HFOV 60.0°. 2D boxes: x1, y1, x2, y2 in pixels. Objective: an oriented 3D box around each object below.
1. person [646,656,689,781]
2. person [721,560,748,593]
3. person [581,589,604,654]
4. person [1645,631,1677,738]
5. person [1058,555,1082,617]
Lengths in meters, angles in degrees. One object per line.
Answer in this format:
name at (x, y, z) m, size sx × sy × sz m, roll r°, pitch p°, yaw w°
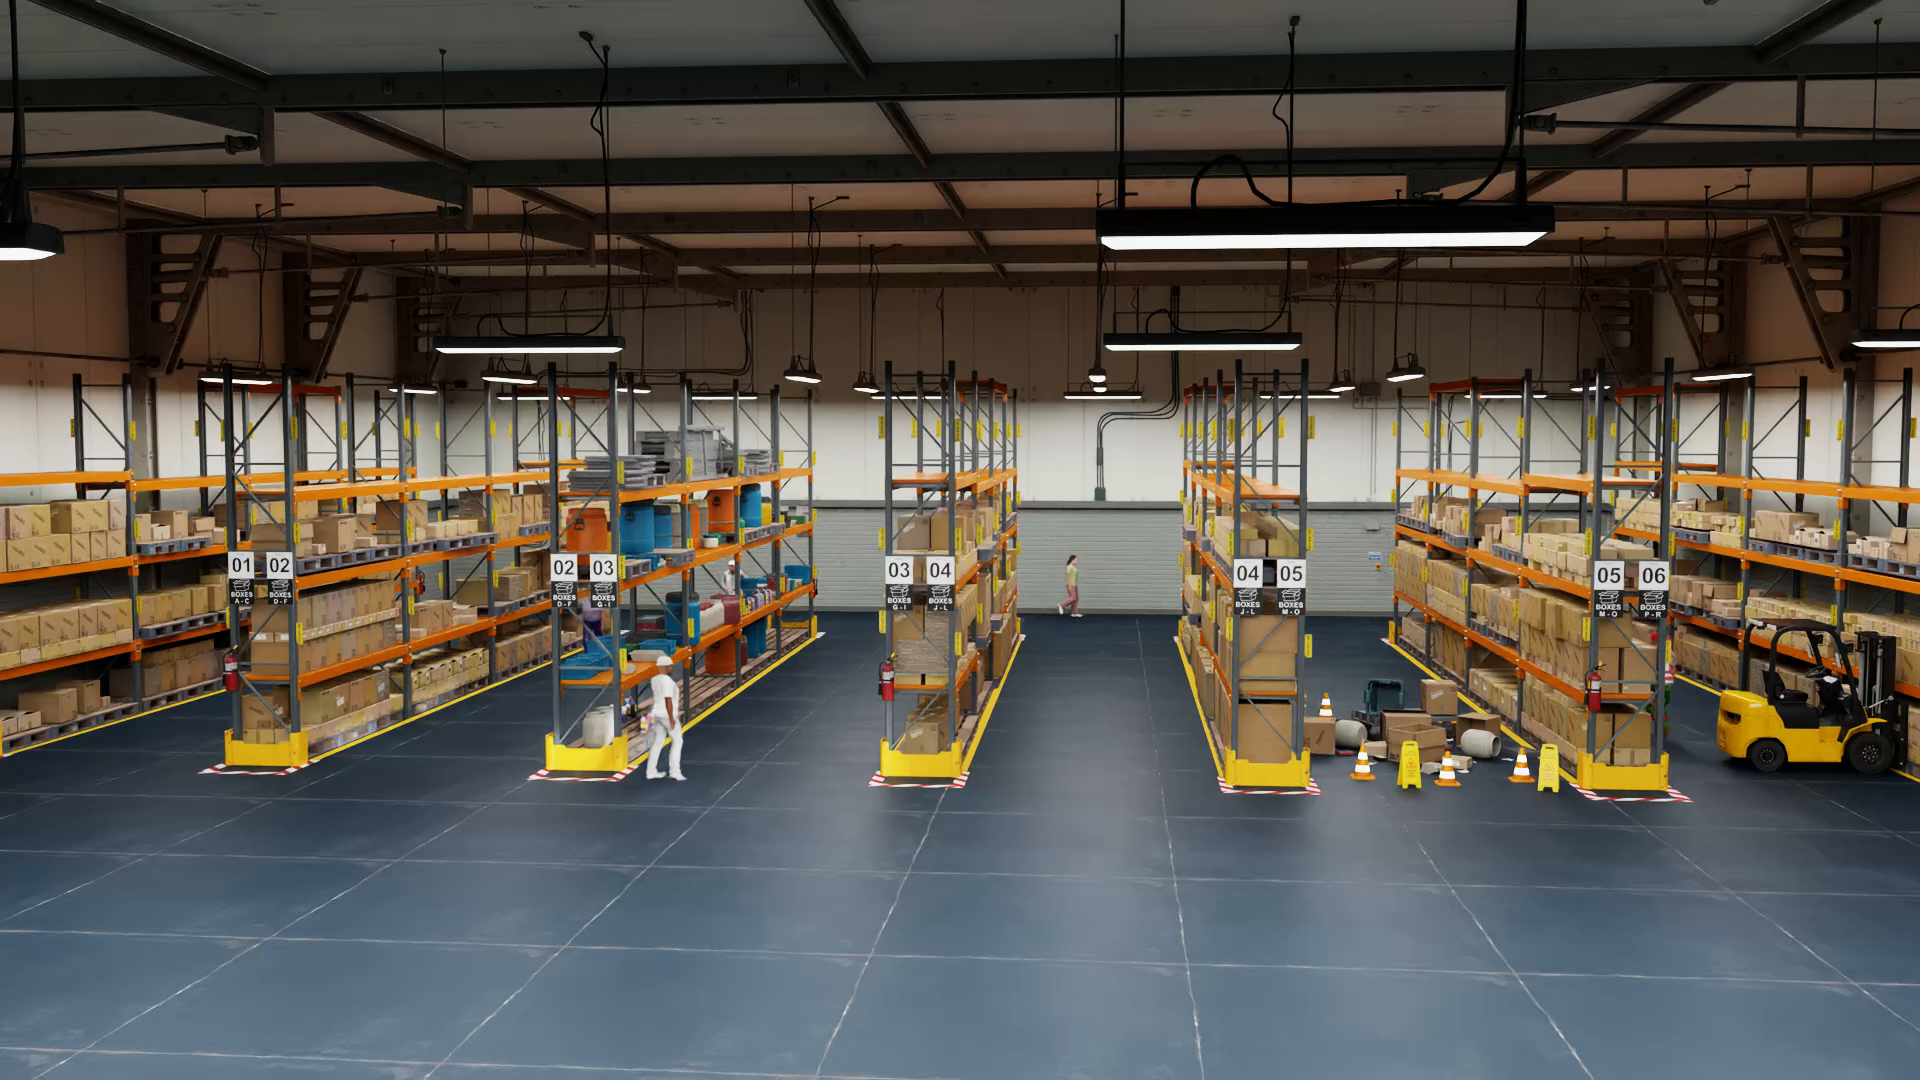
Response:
person at (-4.283, 2.577, 23.889) m, size 0.563 × 1.812 × 0.615 m, roll -3°, pitch 5°, yaw -39°
person at (-5.809, 1.339, 42.955) m, size 0.651 × 1.682 × 0.724 m, roll 1°, pitch 4°, yaw 14°
person at (-7.876, 1.835, 35.773) m, size 0.485 × 1.601 × 0.857 m, roll 0°, pitch 4°, yaw 3°
person at (11.425, 2.365, 27.054) m, size 0.607 × 1.725 × 0.745 m, roll 0°, pitch 4°, yaw -7°
person at (2.958, 1.240, 44.515) m, size 0.617 × 1.648 × 0.490 m, roll 2°, pitch 4°, yaw 24°
